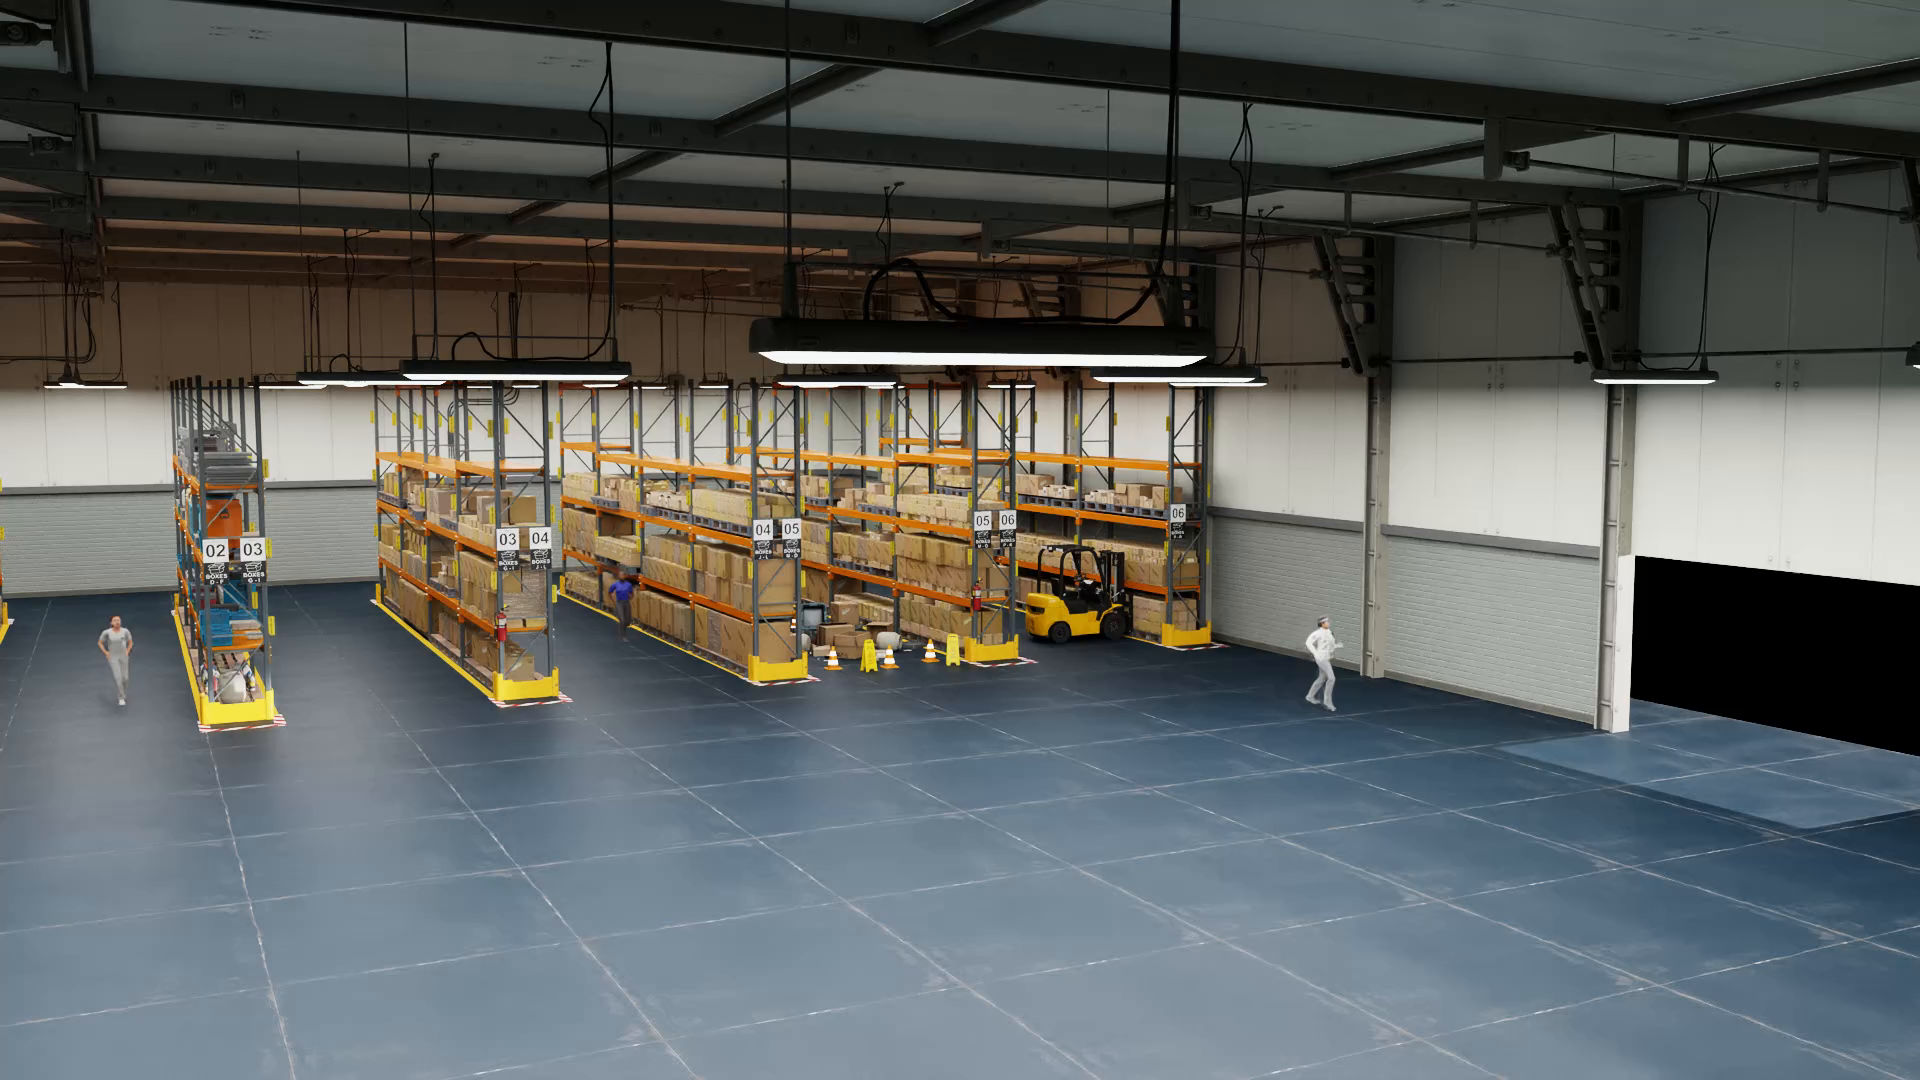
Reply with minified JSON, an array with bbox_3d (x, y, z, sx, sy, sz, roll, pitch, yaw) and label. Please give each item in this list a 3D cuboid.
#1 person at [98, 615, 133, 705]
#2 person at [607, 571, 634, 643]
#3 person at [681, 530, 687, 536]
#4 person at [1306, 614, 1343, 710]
[{"bbox_3d":[-15.531,2.185,30.615,0.574,1.651,0.688,-4,6,-37],"label":"person"},{"bbox_3d":[-7.769,1.514,38.204,0.588,1.622,0.819,-3,6,-28],"label":"person"},{"bbox_3d":[-8.304,0.475,49.955,0.580,1.616,0.606,-3,6,-30],"label":"person"},{"bbox_3d":[6.592,2.207,30.140,0.702,1.754,0.595,3,6,33],"label":"person"}]
